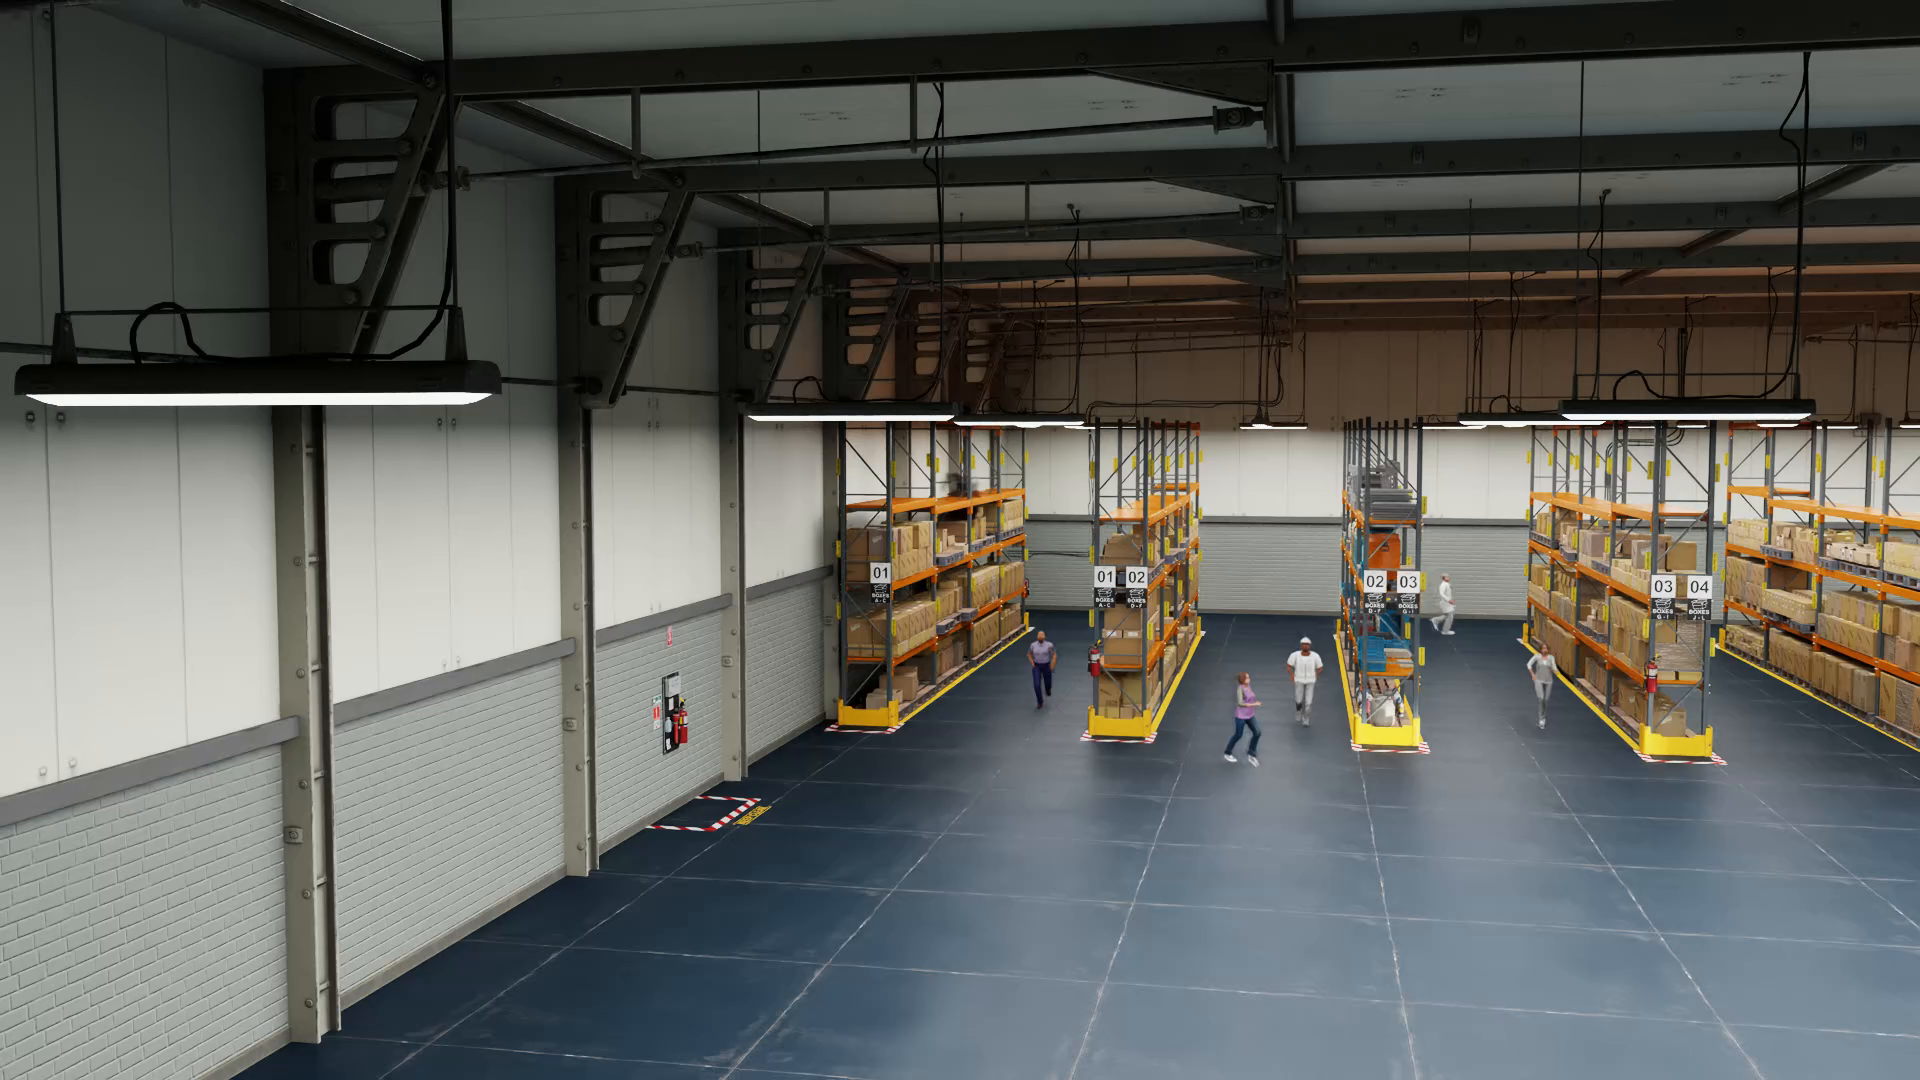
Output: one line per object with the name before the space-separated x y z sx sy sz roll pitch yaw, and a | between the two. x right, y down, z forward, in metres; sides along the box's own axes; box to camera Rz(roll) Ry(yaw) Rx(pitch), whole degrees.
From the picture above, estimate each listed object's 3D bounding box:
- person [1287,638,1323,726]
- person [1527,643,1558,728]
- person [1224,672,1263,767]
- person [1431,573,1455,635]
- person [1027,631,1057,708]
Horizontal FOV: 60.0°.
person | 6.711 2.759 32.351 0.695 1.716 0.593 1 4 9
person | 11.371 2.813 32.432 0.522 1.636 0.690 0 4 6
person | 4.882 3.068 28.509 0.727 1.638 0.507 4 5 44
person | 13.672 1.802 47.061 0.685 1.729 0.756 2 4 24
person | 1.711 2.692 34.762 0.622 1.608 0.667 0 4 3
